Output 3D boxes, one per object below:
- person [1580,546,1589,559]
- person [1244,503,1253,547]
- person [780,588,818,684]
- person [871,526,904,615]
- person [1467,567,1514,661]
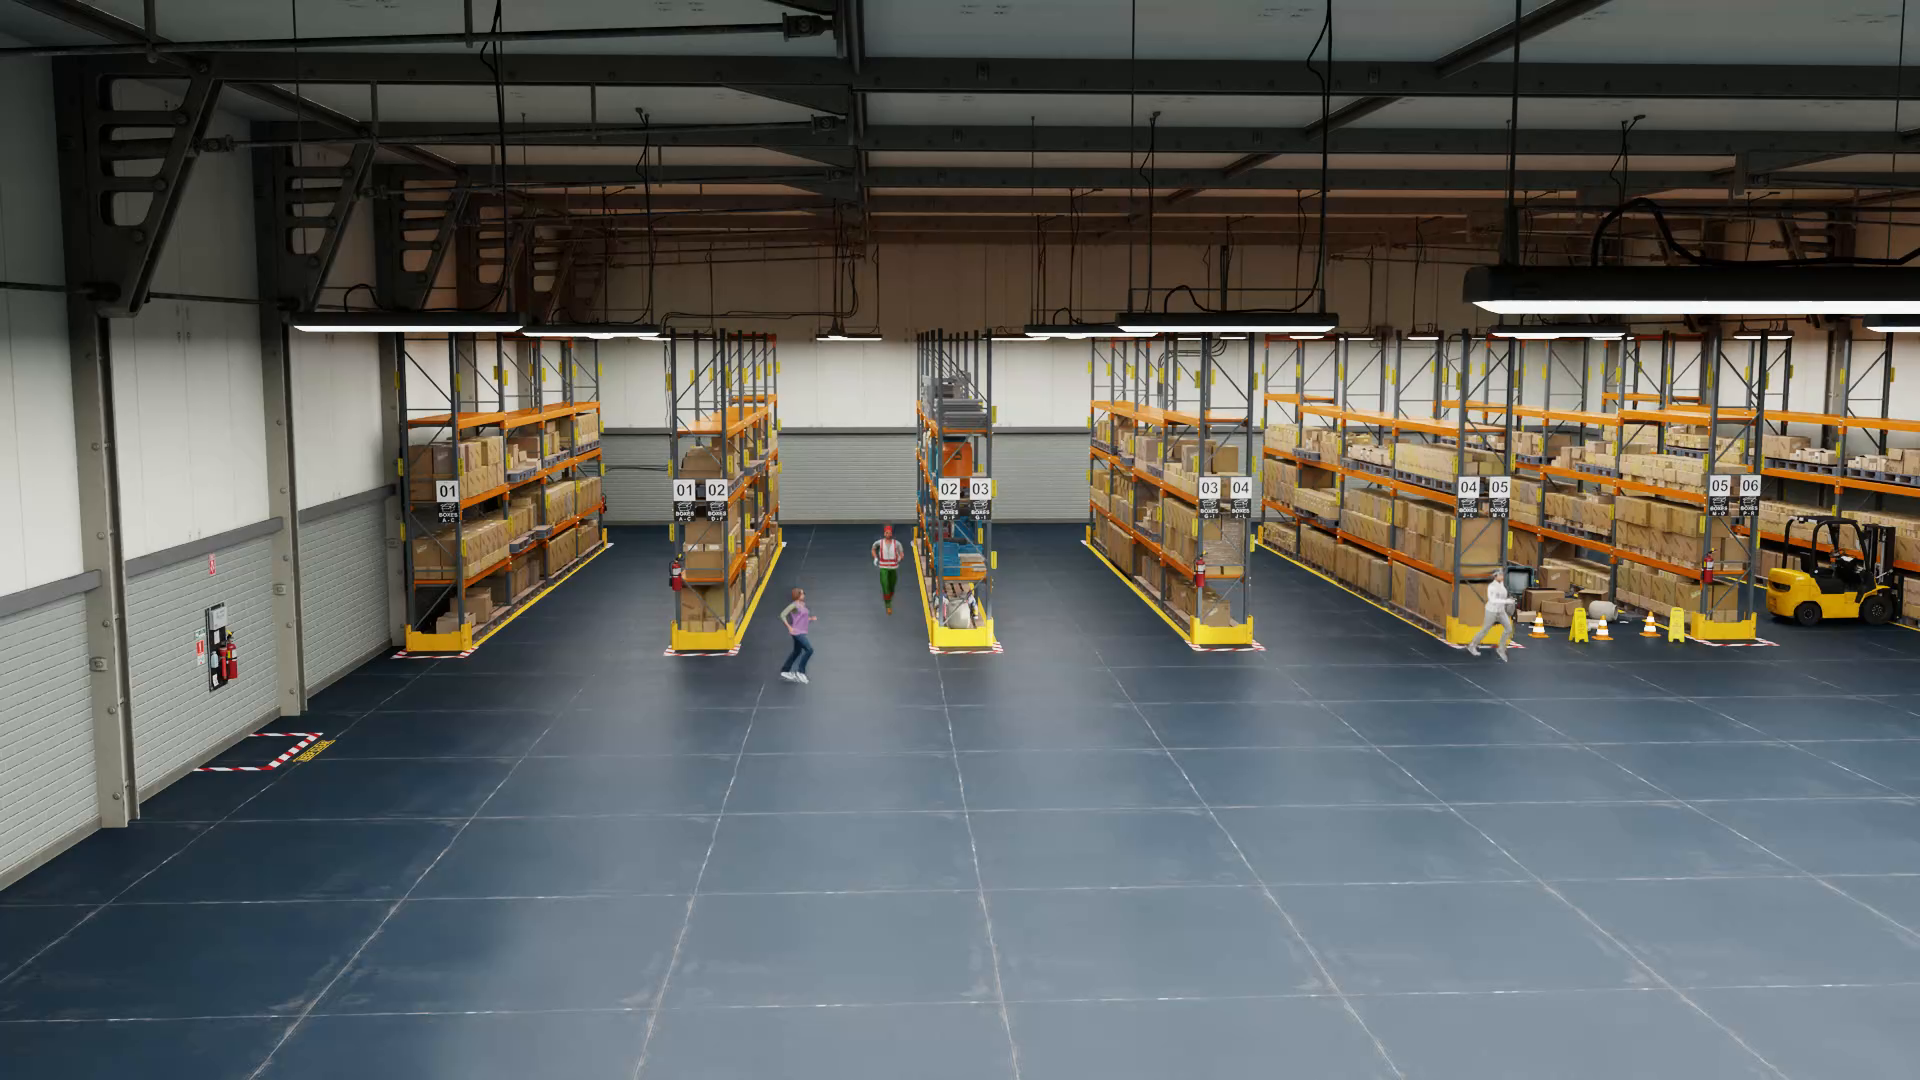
[{"bbox_3d":[16.653,-0.312,44.265,0.599,1.652,0.524,-1,7,-10],"label":"person"},{"bbox_3d":[7.634,-0.442,45.009,0.643,1.853,0.862,0,7,-2],"label":"person"},{"bbox_3d":[-2.728,1.618,28.157,0.694,1.630,0.503,1,7,11],"label":"person"},{"bbox_3d":[-1.497,0.601,34.587,0.648,1.790,0.959,-1,7,-9],"label":"person"},{"bbox_3d":[9.715,1.328,30.248,0.624,1.725,0.864,-6,9,-40],"label":"person"}]
